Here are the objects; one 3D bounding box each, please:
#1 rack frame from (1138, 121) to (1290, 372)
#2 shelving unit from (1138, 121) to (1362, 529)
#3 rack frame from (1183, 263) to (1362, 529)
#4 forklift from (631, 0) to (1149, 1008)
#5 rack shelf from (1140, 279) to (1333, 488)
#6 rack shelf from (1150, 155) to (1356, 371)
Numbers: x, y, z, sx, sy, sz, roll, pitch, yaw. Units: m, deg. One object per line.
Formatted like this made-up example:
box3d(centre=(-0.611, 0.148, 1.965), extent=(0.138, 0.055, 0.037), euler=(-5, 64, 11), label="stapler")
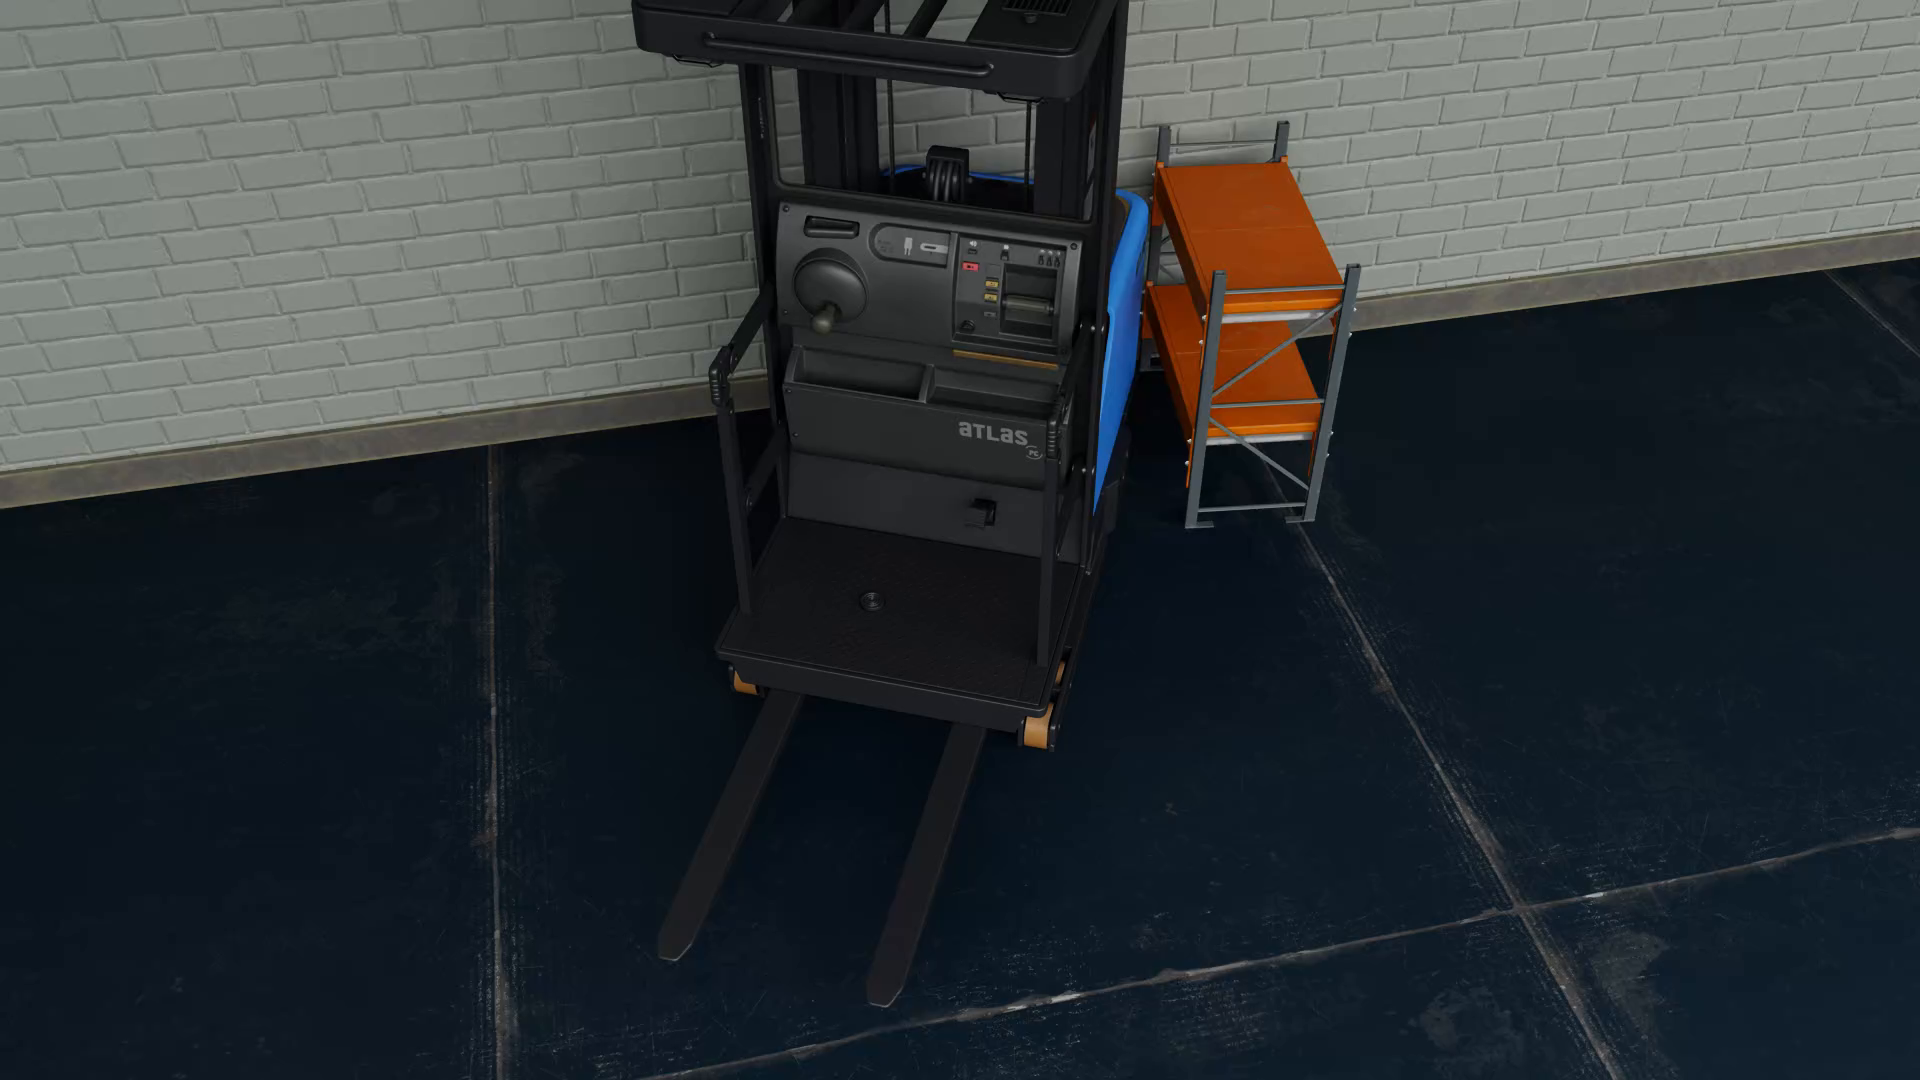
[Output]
box3d(centre=(1.009, -1.160, 6.709), extent=(0.500, 1.125, 0.032), euler=(-3, 42, -4), label="rack frame")
box3d(centre=(1.054, -0.824, 6.331), extent=(0.538, 1.125, 1.048), euler=(-3, 42, -4), label="shelving unit")
box3d(centre=(1.099, -0.487, 5.952), extent=(0.500, 1.125, 0.032), euler=(-3, 42, -4), label="rack frame")
box3d(centre=(-0.151, -0.695, 4.825), extent=(1.130, 2.935, 3.031), euler=(9, 42, 10), label="forklift")
box3d(centre=(1.054, -0.641, 6.493), extent=(0.538, 0.278, 1.000), euler=(-3, 42, -4), label="rack shelf")
box3d(centre=(1.054, -1.043, 6.136), extent=(0.538, 0.278, 1.000), euler=(-3, 42, -4), label="rack shelf")
